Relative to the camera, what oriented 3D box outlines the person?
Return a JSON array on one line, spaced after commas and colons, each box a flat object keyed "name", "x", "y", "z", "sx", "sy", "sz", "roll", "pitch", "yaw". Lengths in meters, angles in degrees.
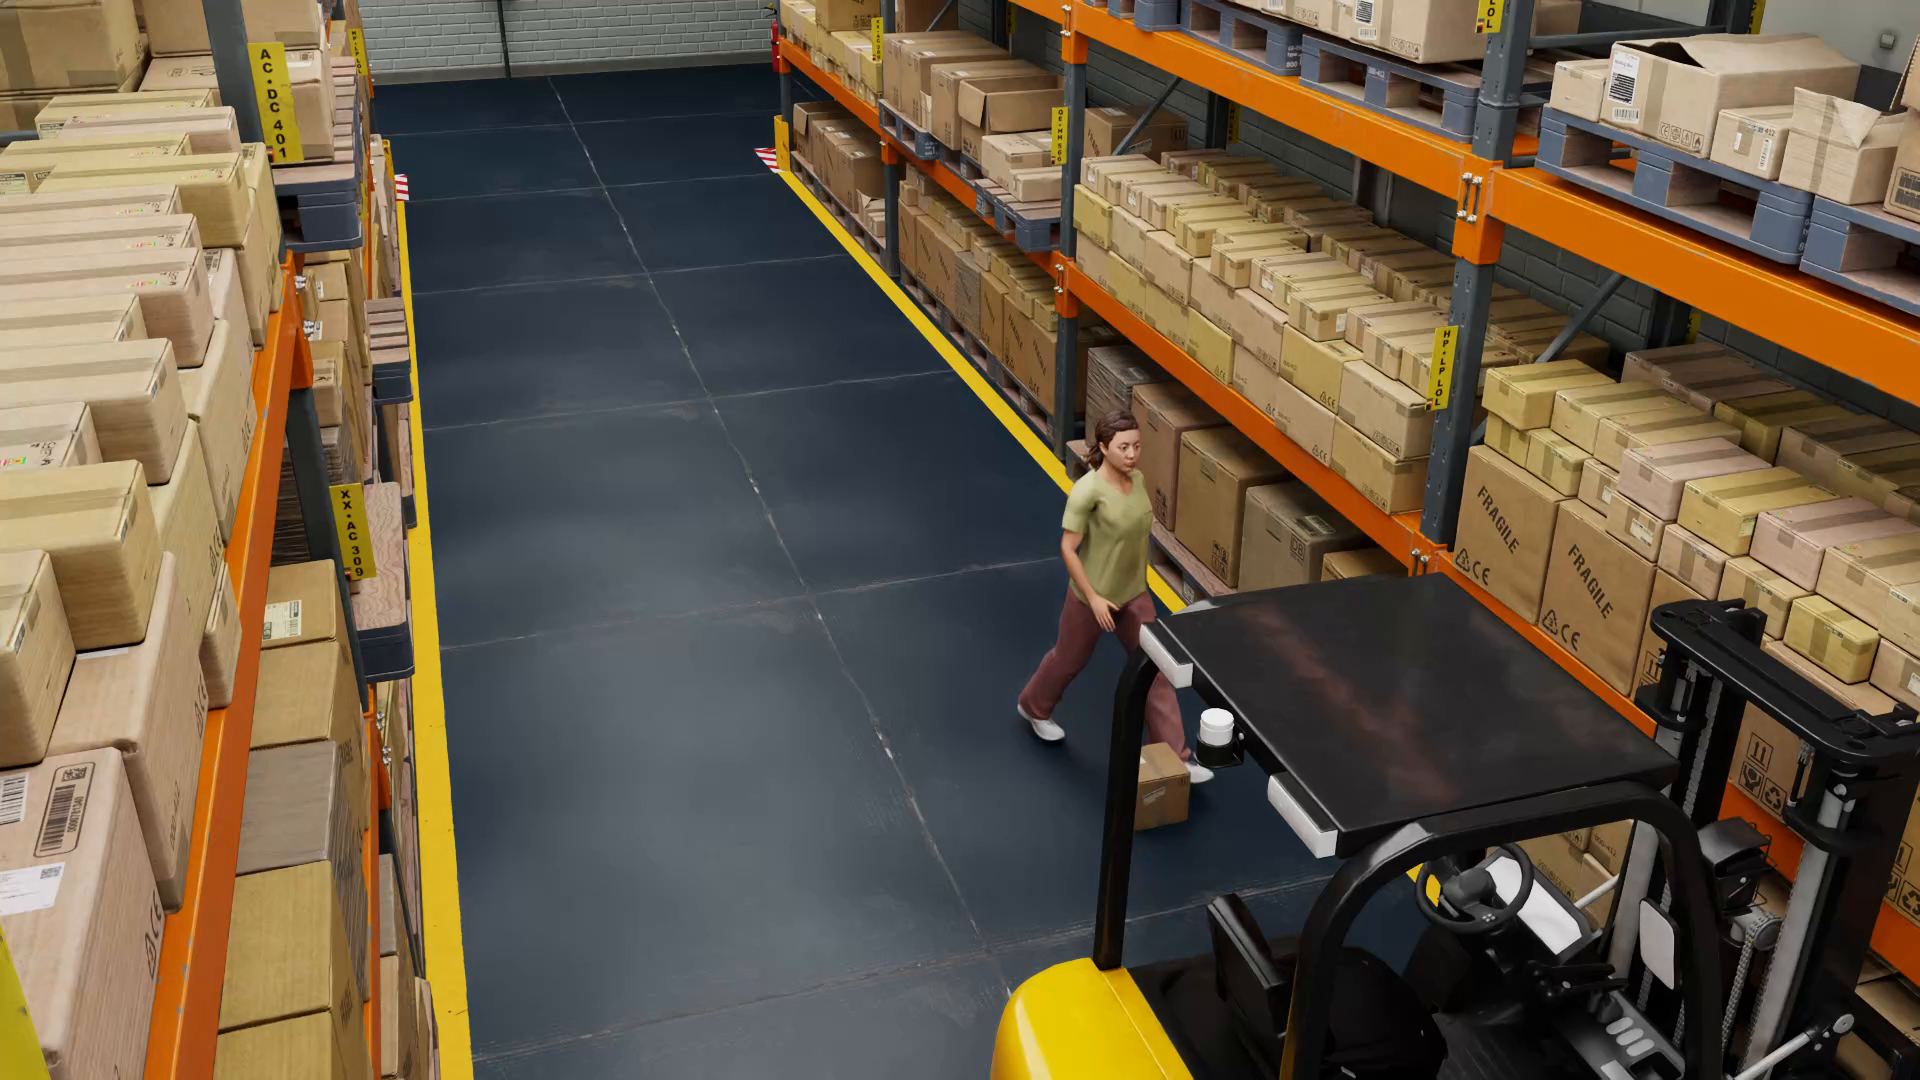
[{"name": "person", "x": 0.708, "y": 0.248, "z": 7.151, "sx": 0.527, "sy": 1.612, "sz": 1.028, "roll": -17, "pitch": 31, "yaw": -30}]
